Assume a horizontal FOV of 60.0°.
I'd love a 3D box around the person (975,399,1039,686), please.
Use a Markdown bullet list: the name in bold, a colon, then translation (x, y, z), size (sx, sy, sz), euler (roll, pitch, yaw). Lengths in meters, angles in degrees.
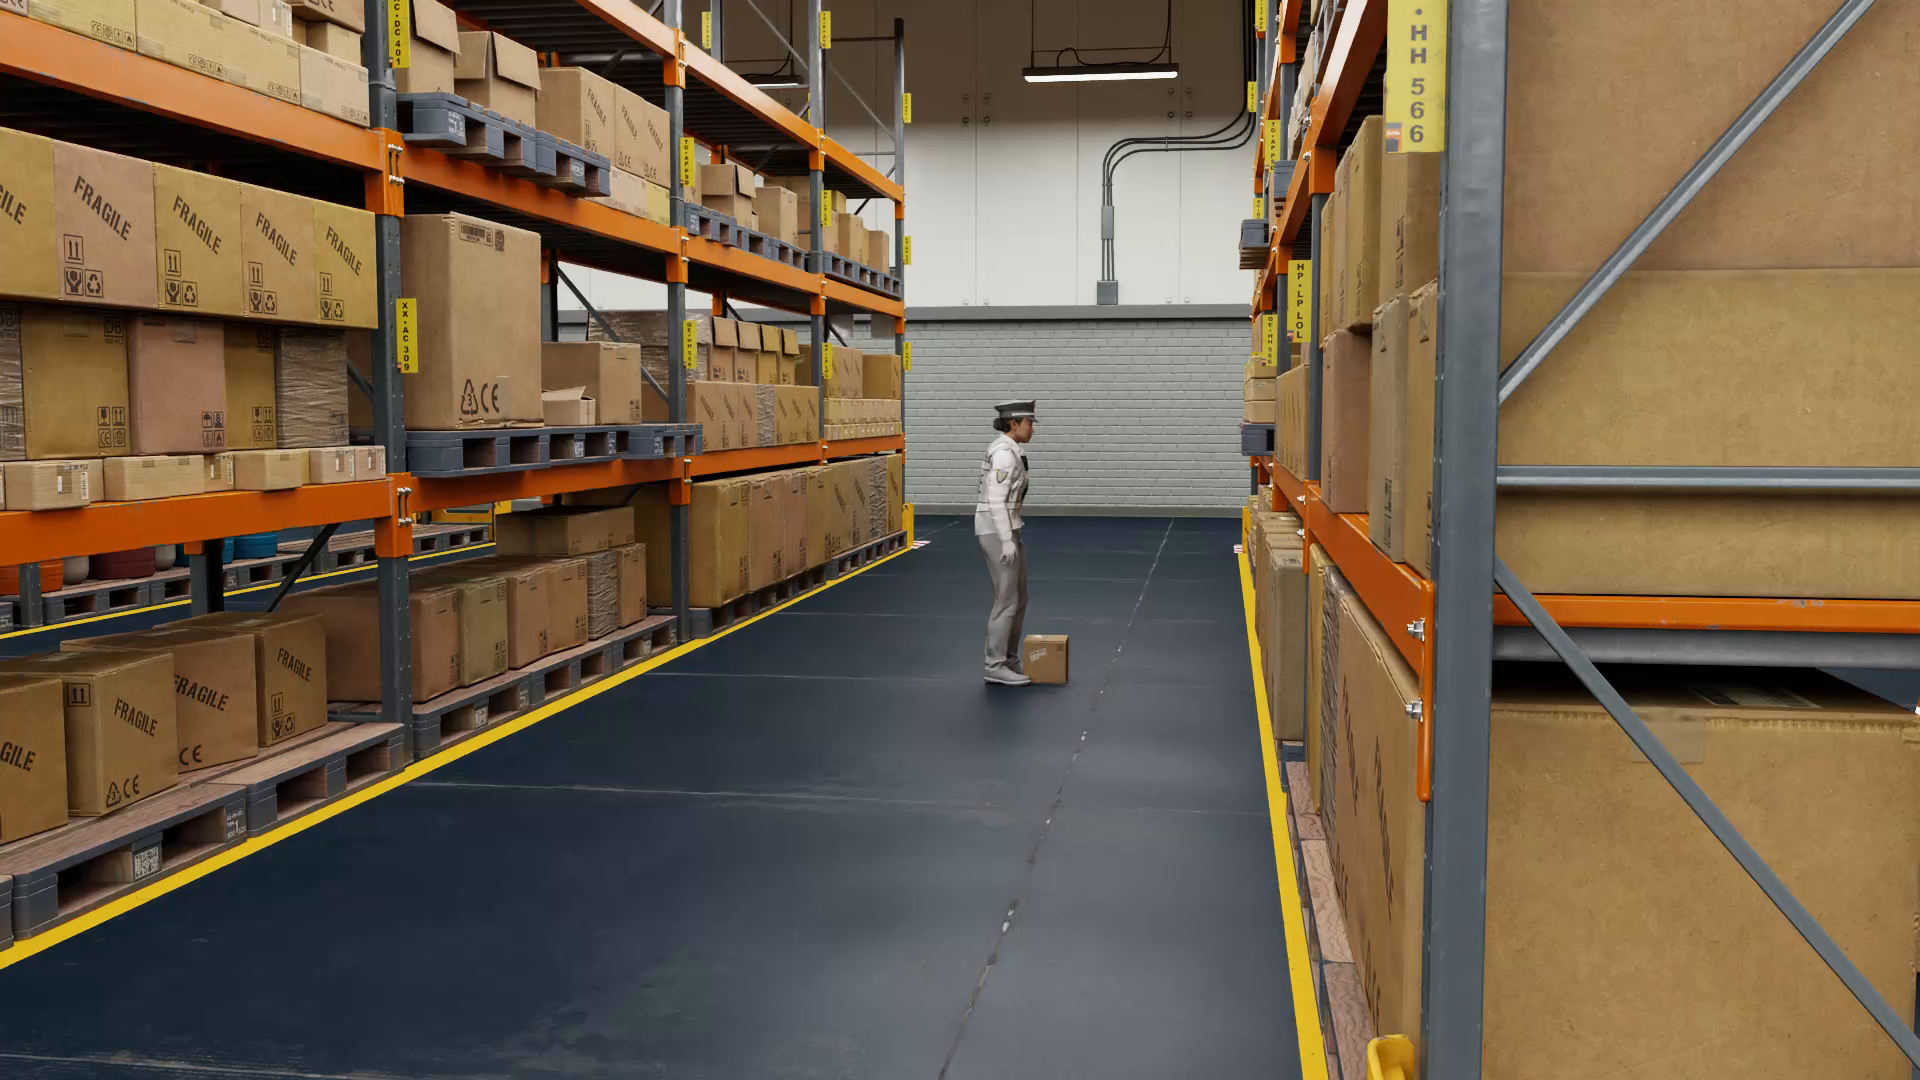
- **person**: translation (0.292, 0.001, 9.866), size (0.403, 1.664, 0.528), euler (1, 5, 9)
